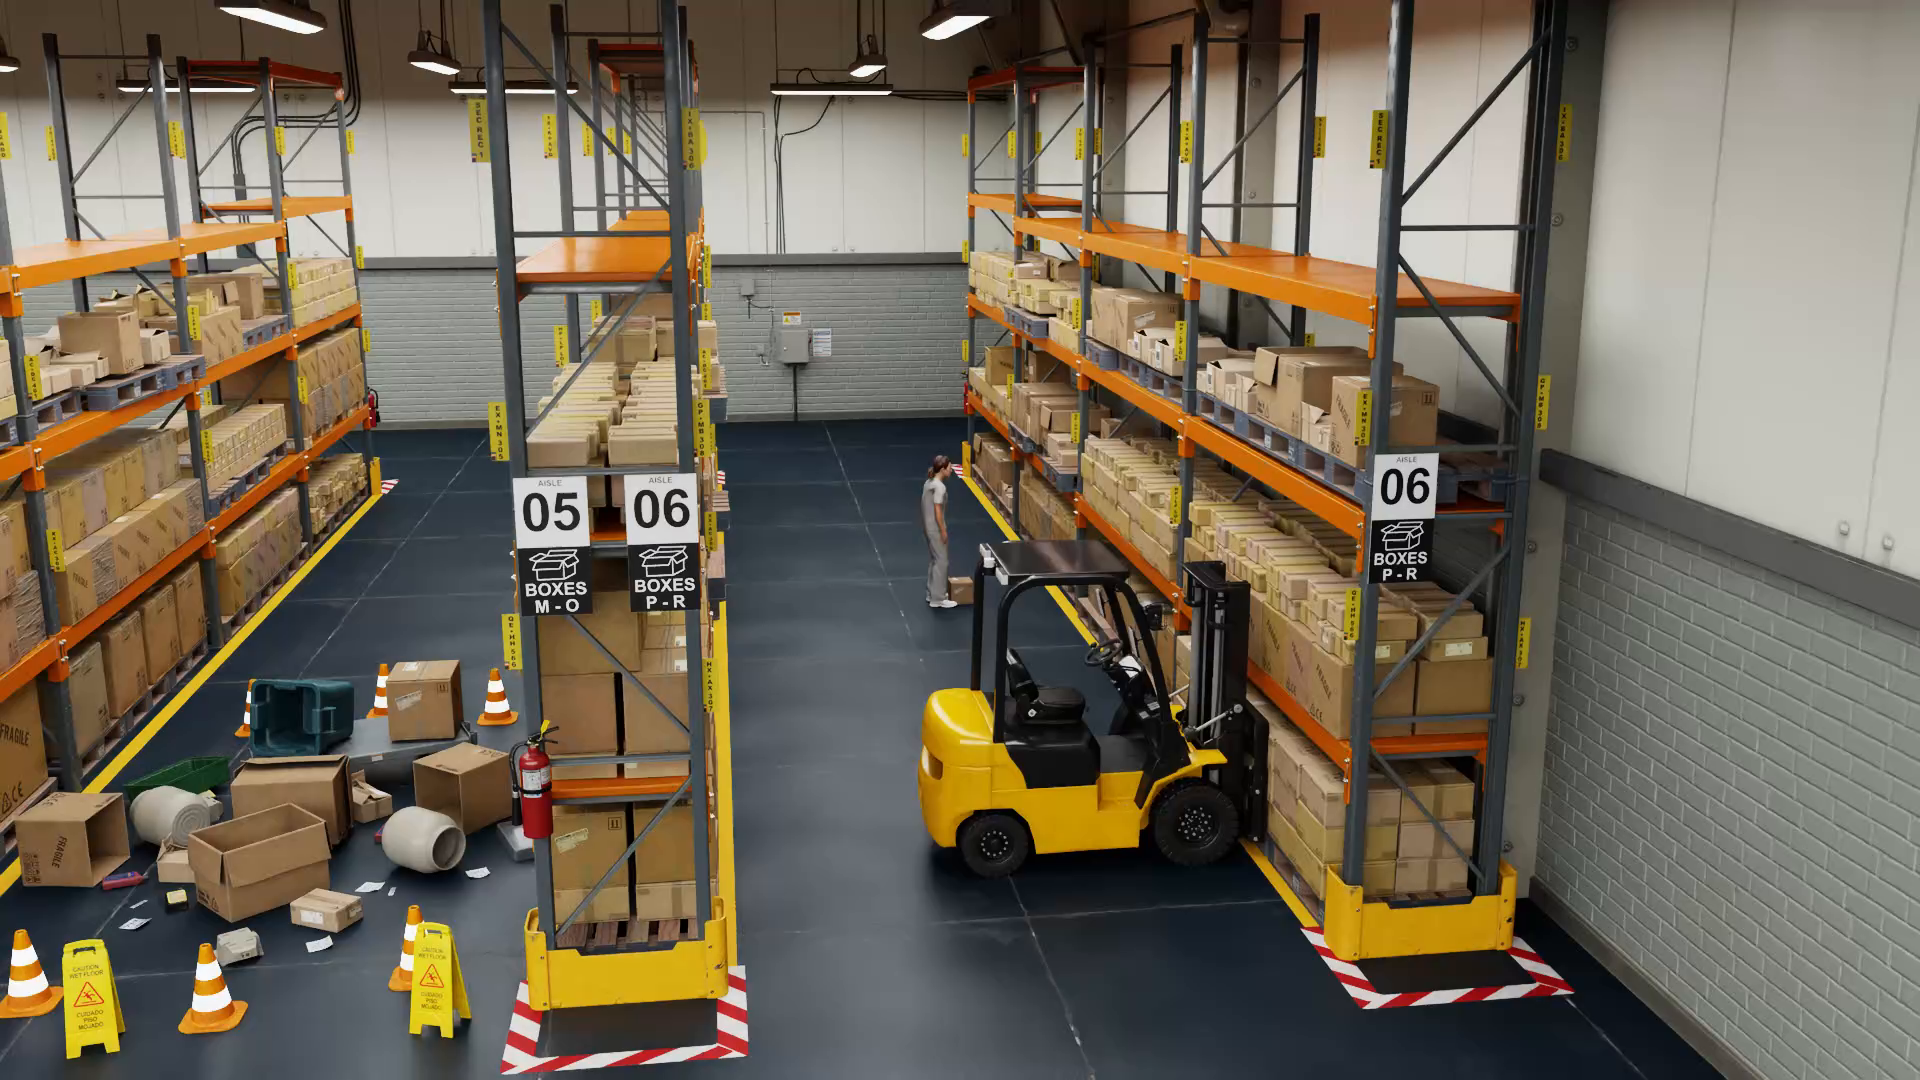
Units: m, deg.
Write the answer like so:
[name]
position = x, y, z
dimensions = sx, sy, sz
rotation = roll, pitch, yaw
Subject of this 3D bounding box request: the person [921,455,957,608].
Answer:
[person]
position = -0.240, -0.110, 18.461
dimensions = 0.362, 1.671, 0.506
rotation = -3, 14, -12
